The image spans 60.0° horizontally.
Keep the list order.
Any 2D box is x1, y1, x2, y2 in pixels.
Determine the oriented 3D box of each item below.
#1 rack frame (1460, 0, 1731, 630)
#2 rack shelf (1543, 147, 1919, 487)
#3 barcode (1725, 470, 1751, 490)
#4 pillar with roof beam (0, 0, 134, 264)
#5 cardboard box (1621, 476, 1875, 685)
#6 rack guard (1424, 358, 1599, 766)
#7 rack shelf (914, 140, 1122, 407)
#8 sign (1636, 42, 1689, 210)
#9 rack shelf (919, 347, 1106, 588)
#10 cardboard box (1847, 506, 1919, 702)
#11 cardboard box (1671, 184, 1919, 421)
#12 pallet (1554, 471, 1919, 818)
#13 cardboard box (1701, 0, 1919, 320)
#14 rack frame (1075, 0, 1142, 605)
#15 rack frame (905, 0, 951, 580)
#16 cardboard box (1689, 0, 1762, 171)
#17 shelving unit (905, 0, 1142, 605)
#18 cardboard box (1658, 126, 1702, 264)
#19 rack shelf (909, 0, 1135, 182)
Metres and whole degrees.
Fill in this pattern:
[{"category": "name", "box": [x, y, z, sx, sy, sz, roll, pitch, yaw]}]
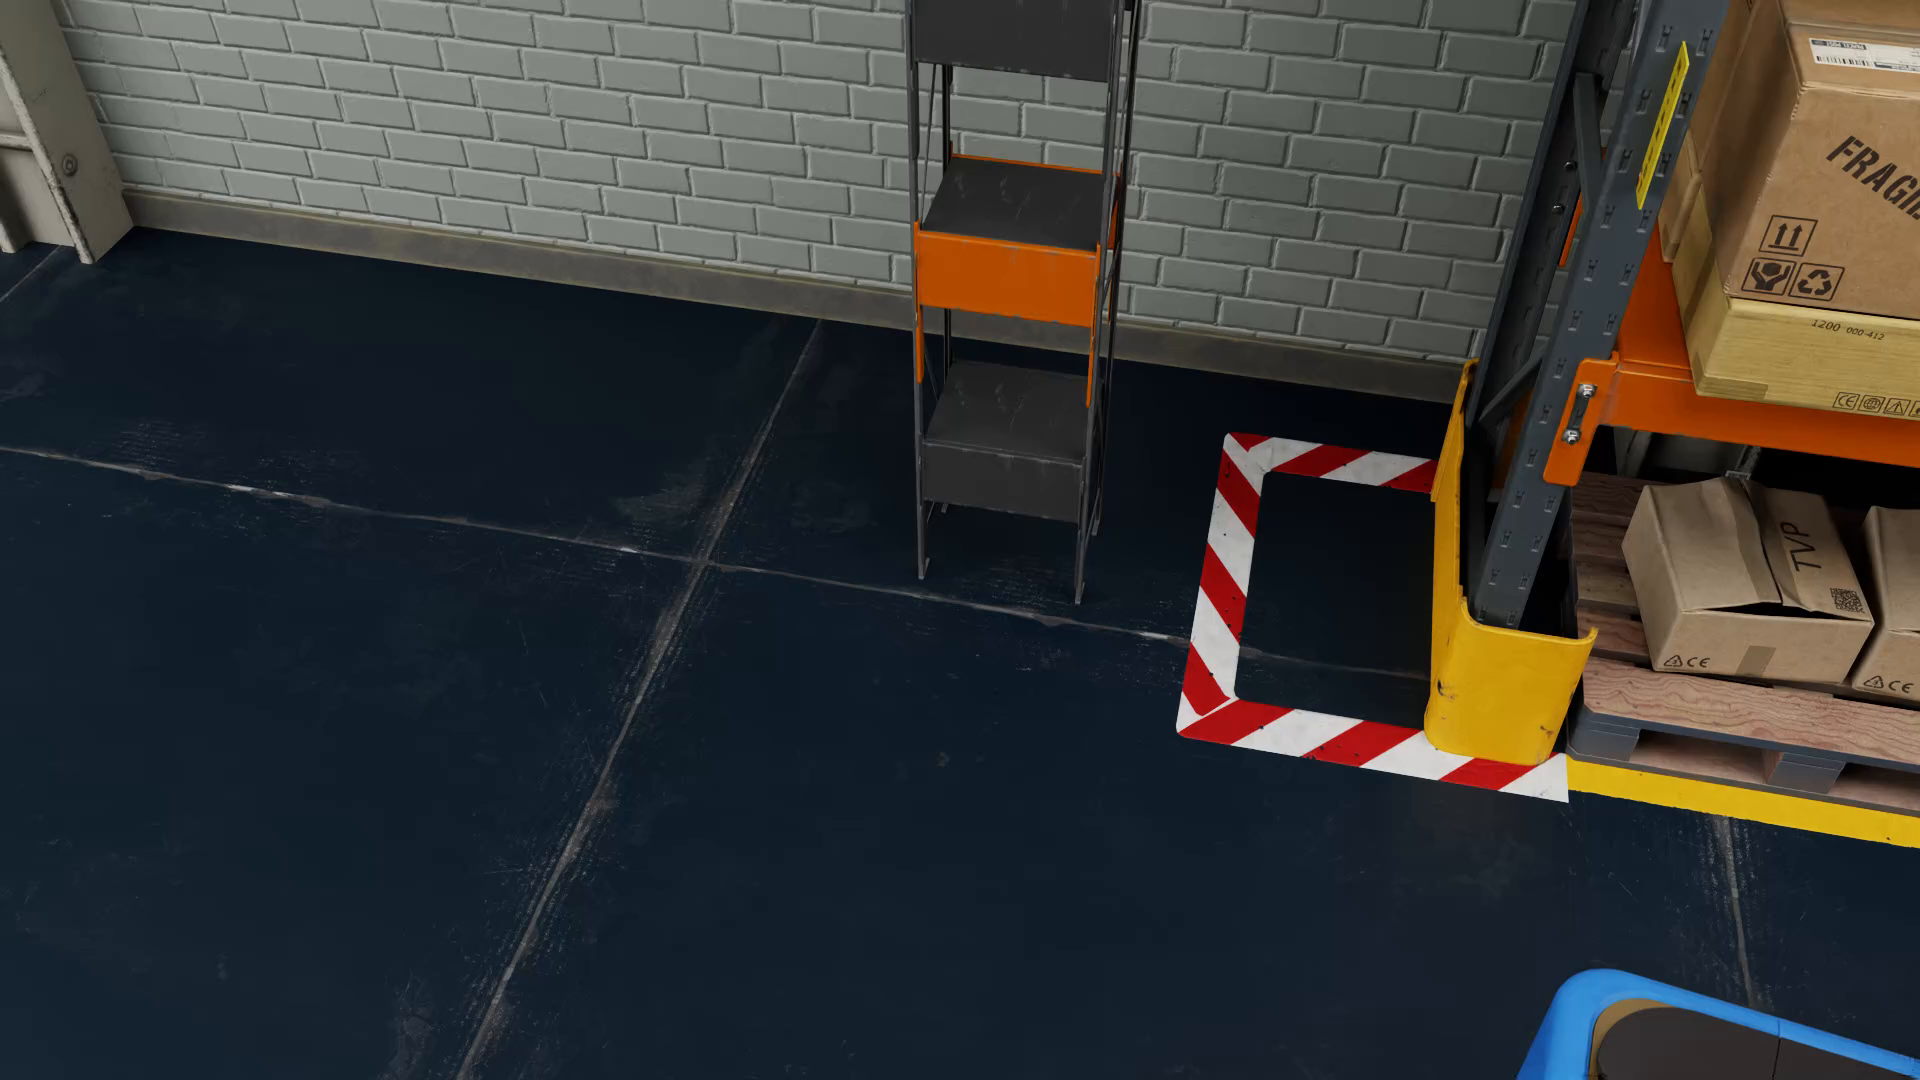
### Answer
[{"category": "rack frame", "box": [1.518, -0.879, 4.000, 0.127, 3.000, 1.000, 9, 45, 9]}, {"category": "rack shelf", "box": [3.469, -0.317, 3.935, 4.000, 0.370, 1.077, 9, 45, 9]}, {"category": "barcode", "box": [2.278, -0.175, 4.883, 0.075, 0.075, 0.001, 9, 45, 9]}, {"category": "pillar with roof beam", "box": [-4.406, -1.515, 0.335, 0.400, 9.000, 9.100, 9, 45, 9]}, {"category": "cardboard box", "box": [2.173, 0.097, 4.608, 0.500, 0.311, 0.500, 4, 44, 4]}, {"category": "rack guard", "box": [1.592, 0.033, 4.855, 0.348, 0.500, 1.175, 9, 45, 9]}, {"category": "rack shelf", "box": [0.162, -0.722, 4.505, 0.480, 0.518, 0.431, 9, 45, 9]}, {"category": "sign", "box": [1.399, -0.824, 3.319, 0.005, 0.325, 0.100, 9, 45, 9]}, {"category": "rack shelf", "box": [0.162, -0.217, 4.991, 0.480, 0.518, 0.431, 9, 45, 9]}, {"category": "cardboard box", "box": [2.730, 0.183, 4.519, 0.500, 0.311, 0.500, 12, 45, 12]}, {"category": "cardboard box", "box": [1.925, -0.544, 3.746, 0.500, 0.250, 0.500, 8, 44, 8]}, {"category": "pallet", "box": [2.377, 0.284, 4.803, 1.213, 0.211, 1.003, 9, 45, 9]}, {"category": "cardboard box", "box": [1.918, -0.827, 3.499, 0.500, 0.500, 0.500, 9, 45, 9]}, {"category": "rack frame", "box": [0.400, -0.694, 4.457, 0.015, 2.100, 0.400, 9, 45, 9]}, {"category": "rack frame", "box": [-0.077, -0.768, 4.534, 0.015, 2.100, 0.400, 9, 45, 9]}, {"category": "cardboard box", "box": [2.024, -1.175, 3.861, 0.500, 0.500, 0.500, 8, 45, 9]}, {"category": "shelving unit", "box": [0.162, -0.731, 4.496, 0.503, 2.100, 0.431, 9, 45, 9]}, {"category": "cardboard box", "box": [2.016, -0.893, 4.108, 0.500, 0.250, 0.500, 9, 45, 10]}, {"category": "rack shelf", "box": [0.162, -1.226, 4.020, 0.480, 0.518, 0.431, 9, 45, 9]}]
